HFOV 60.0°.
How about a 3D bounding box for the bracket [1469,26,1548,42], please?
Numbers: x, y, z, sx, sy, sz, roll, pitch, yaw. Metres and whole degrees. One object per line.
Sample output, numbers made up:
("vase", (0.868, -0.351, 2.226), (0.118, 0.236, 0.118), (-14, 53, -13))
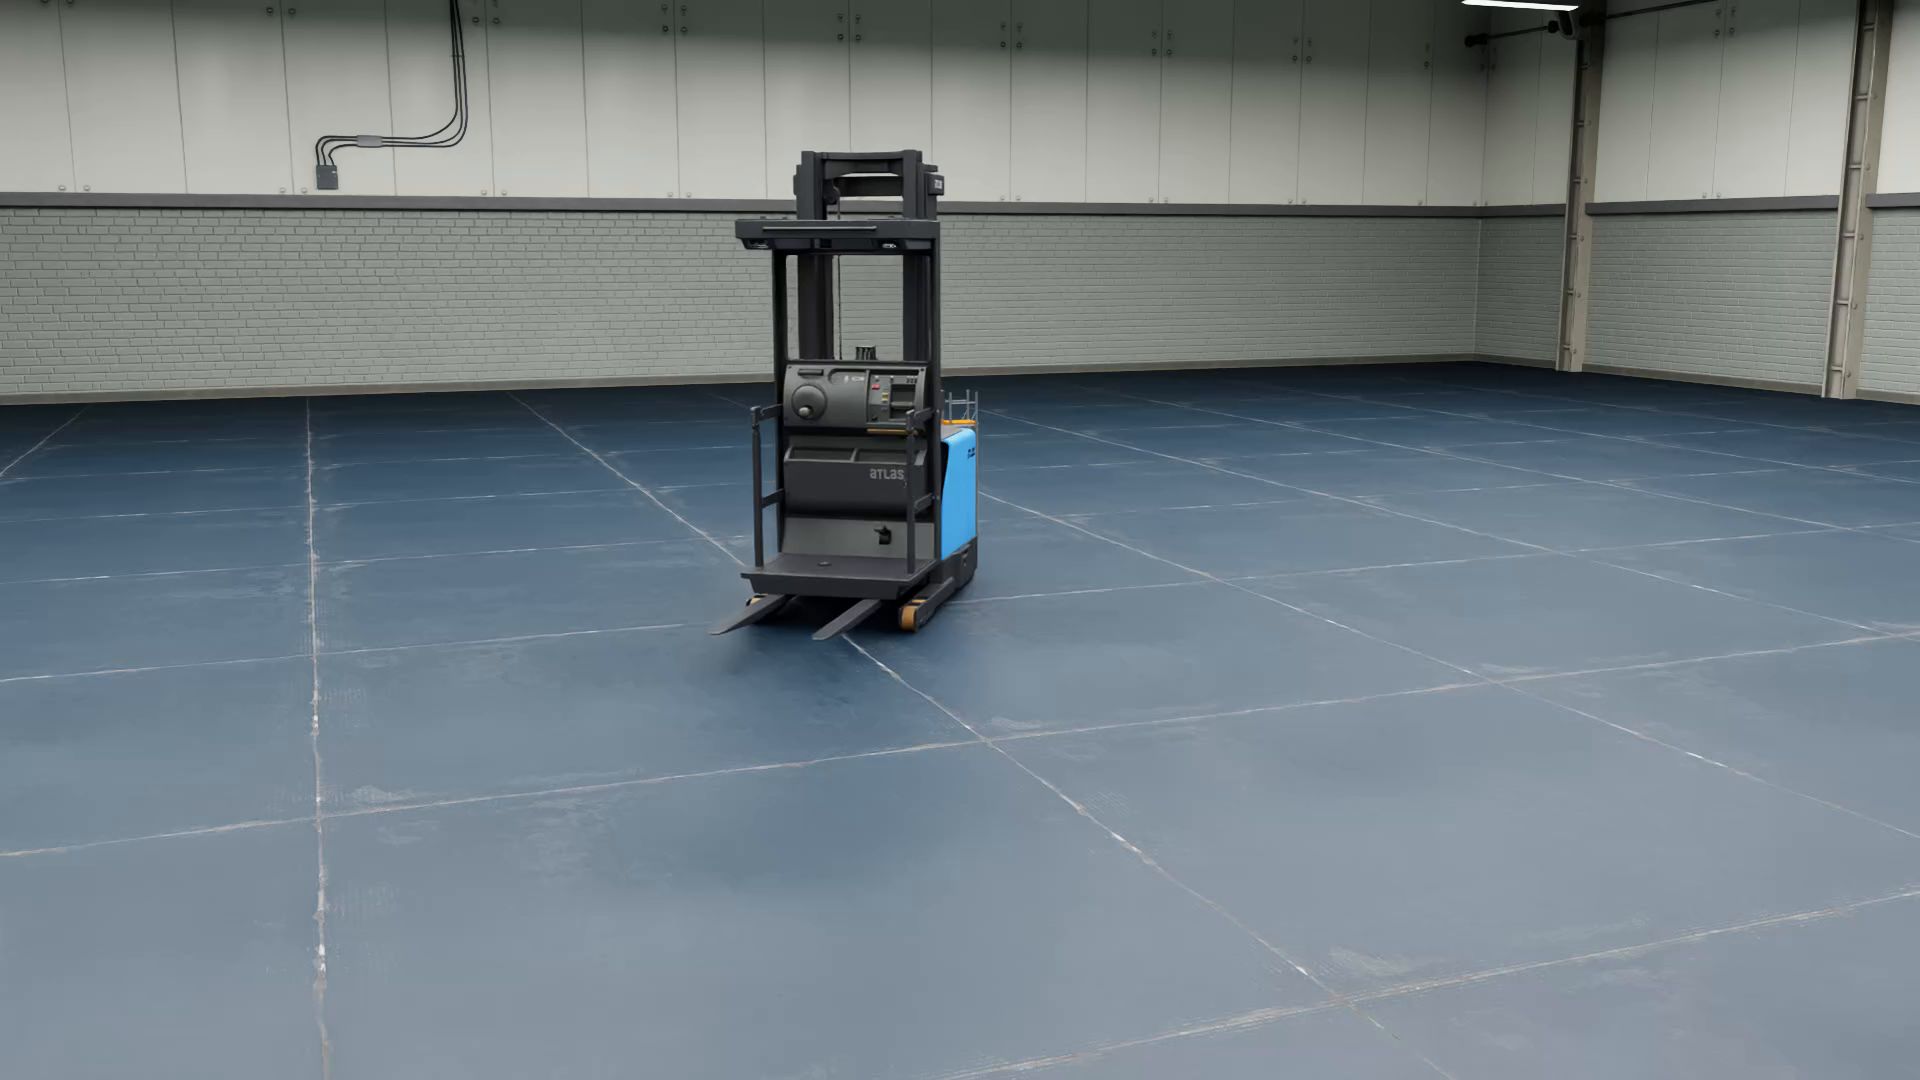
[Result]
("bracket", (10.361, -9.728, 32.135), (0.076, 0.066, 3.189), (-4, 11, -21))

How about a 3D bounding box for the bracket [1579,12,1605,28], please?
("bracket", (11.306, -9.302, 29.741), (0.235, 0.232, 0.430), (-4, 11, -21))

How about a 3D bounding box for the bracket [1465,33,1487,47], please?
("bracket", (10.147, -9.824, 32.677), (0.235, 0.232, 0.430), (-4, 11, -21))

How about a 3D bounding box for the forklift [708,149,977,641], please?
("forklift", (-0.719, -0.950, 10.392), (1.130, 2.935, 3.031), (2, 10, 13))

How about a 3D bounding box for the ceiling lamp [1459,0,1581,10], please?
("ceiling lamp", (8.264, -9.548, 24.737), (2.000, 3.185, 0.800), (-4, 11, -21))

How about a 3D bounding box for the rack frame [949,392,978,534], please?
("rack frame", (0.028, -0.578, 13.244), (0.240, 1.200, 0.006), (-4, 11, -21))

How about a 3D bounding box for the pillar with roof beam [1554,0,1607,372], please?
("pillar with roof beam", (7.474, -7.347, 29.028), (9.100, 9.000, 0.548), (-4, 11, -21))

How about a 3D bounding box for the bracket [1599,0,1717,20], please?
("bracket", (12.240, -8.881, 27.377), (0.076, 0.066, 4.783), (-4, 11, -21))

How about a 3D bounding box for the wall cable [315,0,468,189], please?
("wall cable", (-8.853, -8.460, 25.575), (2.305, 6.003, 0.169), (-4, 11, -21))

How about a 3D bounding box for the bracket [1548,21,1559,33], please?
("bracket", (11.005, -9.437, 30.502), (0.235, 0.232, 0.430), (-4, 11, -21))

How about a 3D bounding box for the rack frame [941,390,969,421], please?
("rack frame", (-0.038, -0.608, 13.412), (0.240, 1.200, 0.006), (-4, 11, -21))

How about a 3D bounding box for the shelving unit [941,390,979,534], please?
("shelving unit", (-0.005, -0.593, 13.328), (0.258, 1.200, 0.189), (-4, 11, -21))

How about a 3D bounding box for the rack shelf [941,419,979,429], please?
("rack shelf", (-0.005, -0.904, 13.273), (0.258, 0.103, 0.180), (-4, 11, -21))

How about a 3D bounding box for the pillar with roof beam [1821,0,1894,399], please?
("pillar with roof beam", (9.649, -6.368, 23.522), (9.100, 9.000, 0.400), (-4, 11, -21))
